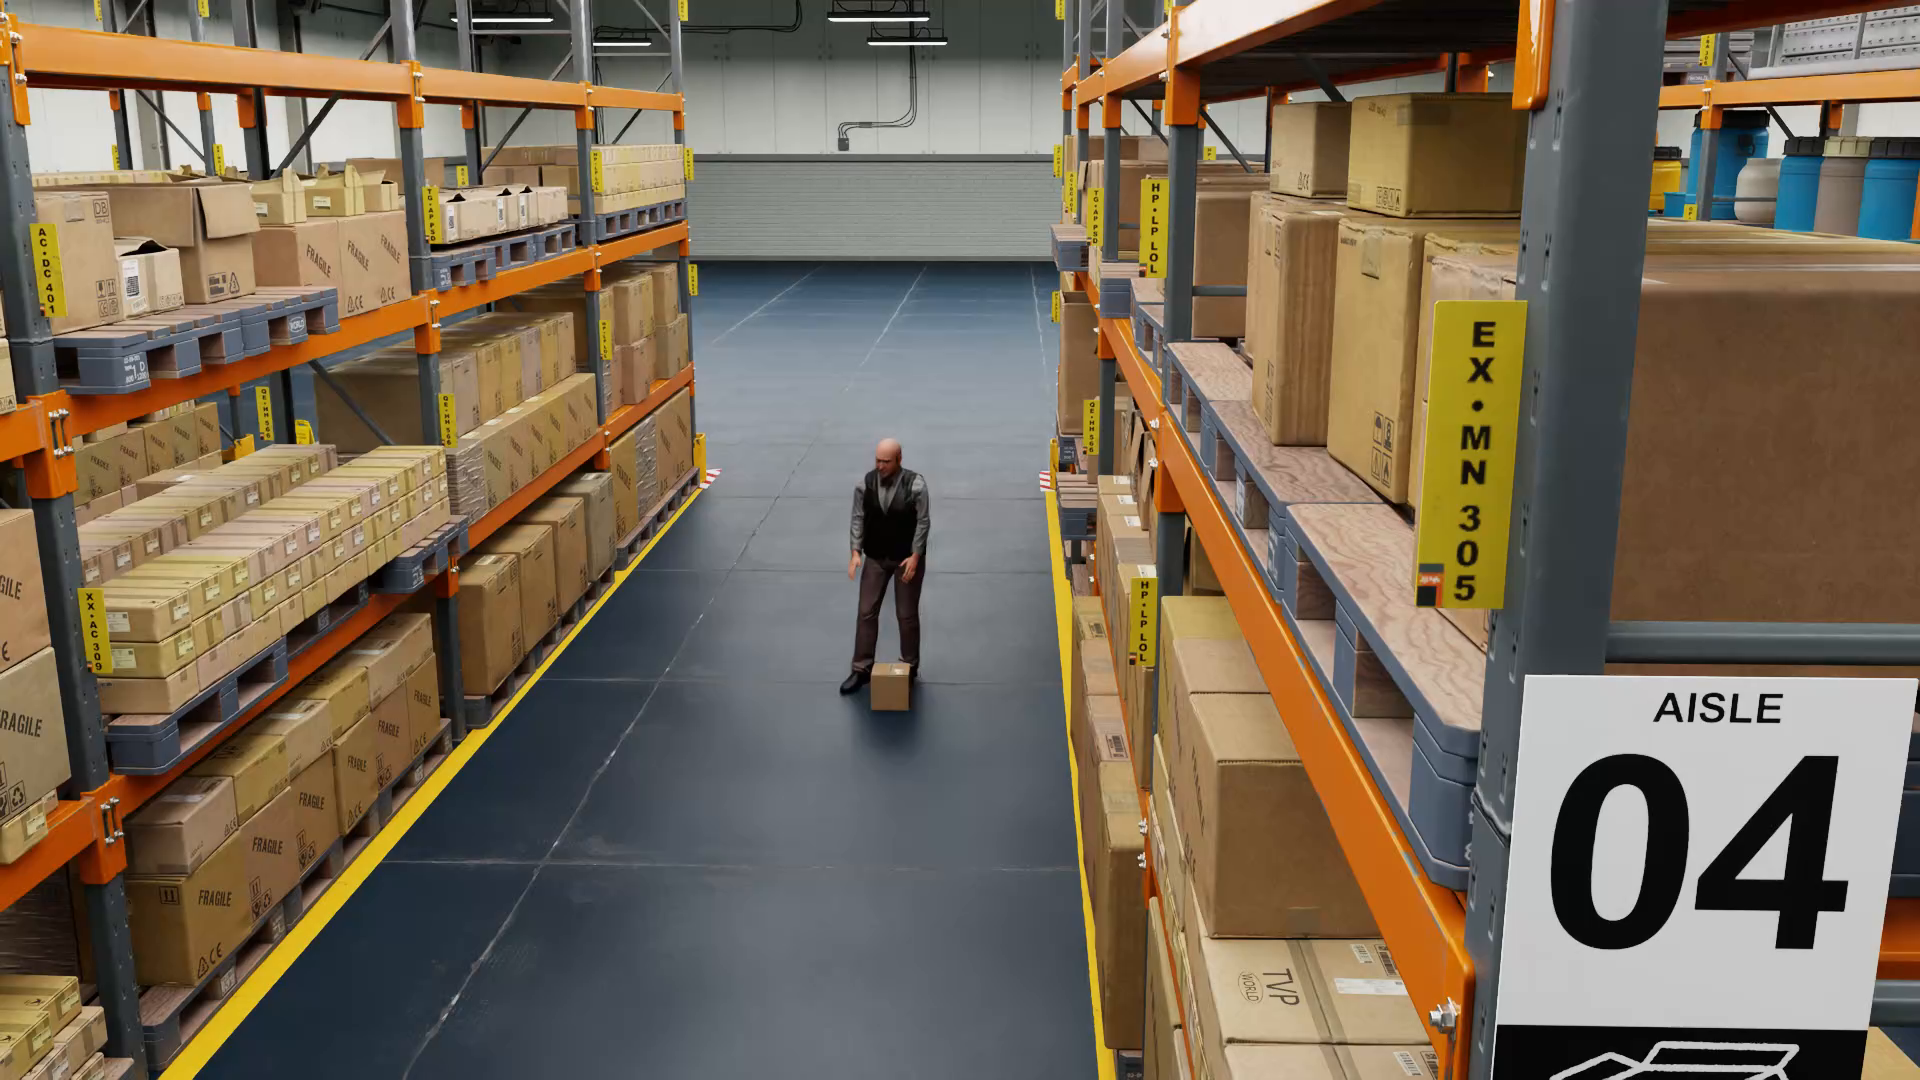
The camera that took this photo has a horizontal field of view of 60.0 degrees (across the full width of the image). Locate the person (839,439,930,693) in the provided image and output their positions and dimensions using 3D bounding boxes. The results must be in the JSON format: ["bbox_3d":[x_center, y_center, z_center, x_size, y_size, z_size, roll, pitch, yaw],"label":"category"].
[{"bbox_3d":[-0.498,0.163,11.327,0.572,1.719,0.561,3,14,14],"label":"person"}]
